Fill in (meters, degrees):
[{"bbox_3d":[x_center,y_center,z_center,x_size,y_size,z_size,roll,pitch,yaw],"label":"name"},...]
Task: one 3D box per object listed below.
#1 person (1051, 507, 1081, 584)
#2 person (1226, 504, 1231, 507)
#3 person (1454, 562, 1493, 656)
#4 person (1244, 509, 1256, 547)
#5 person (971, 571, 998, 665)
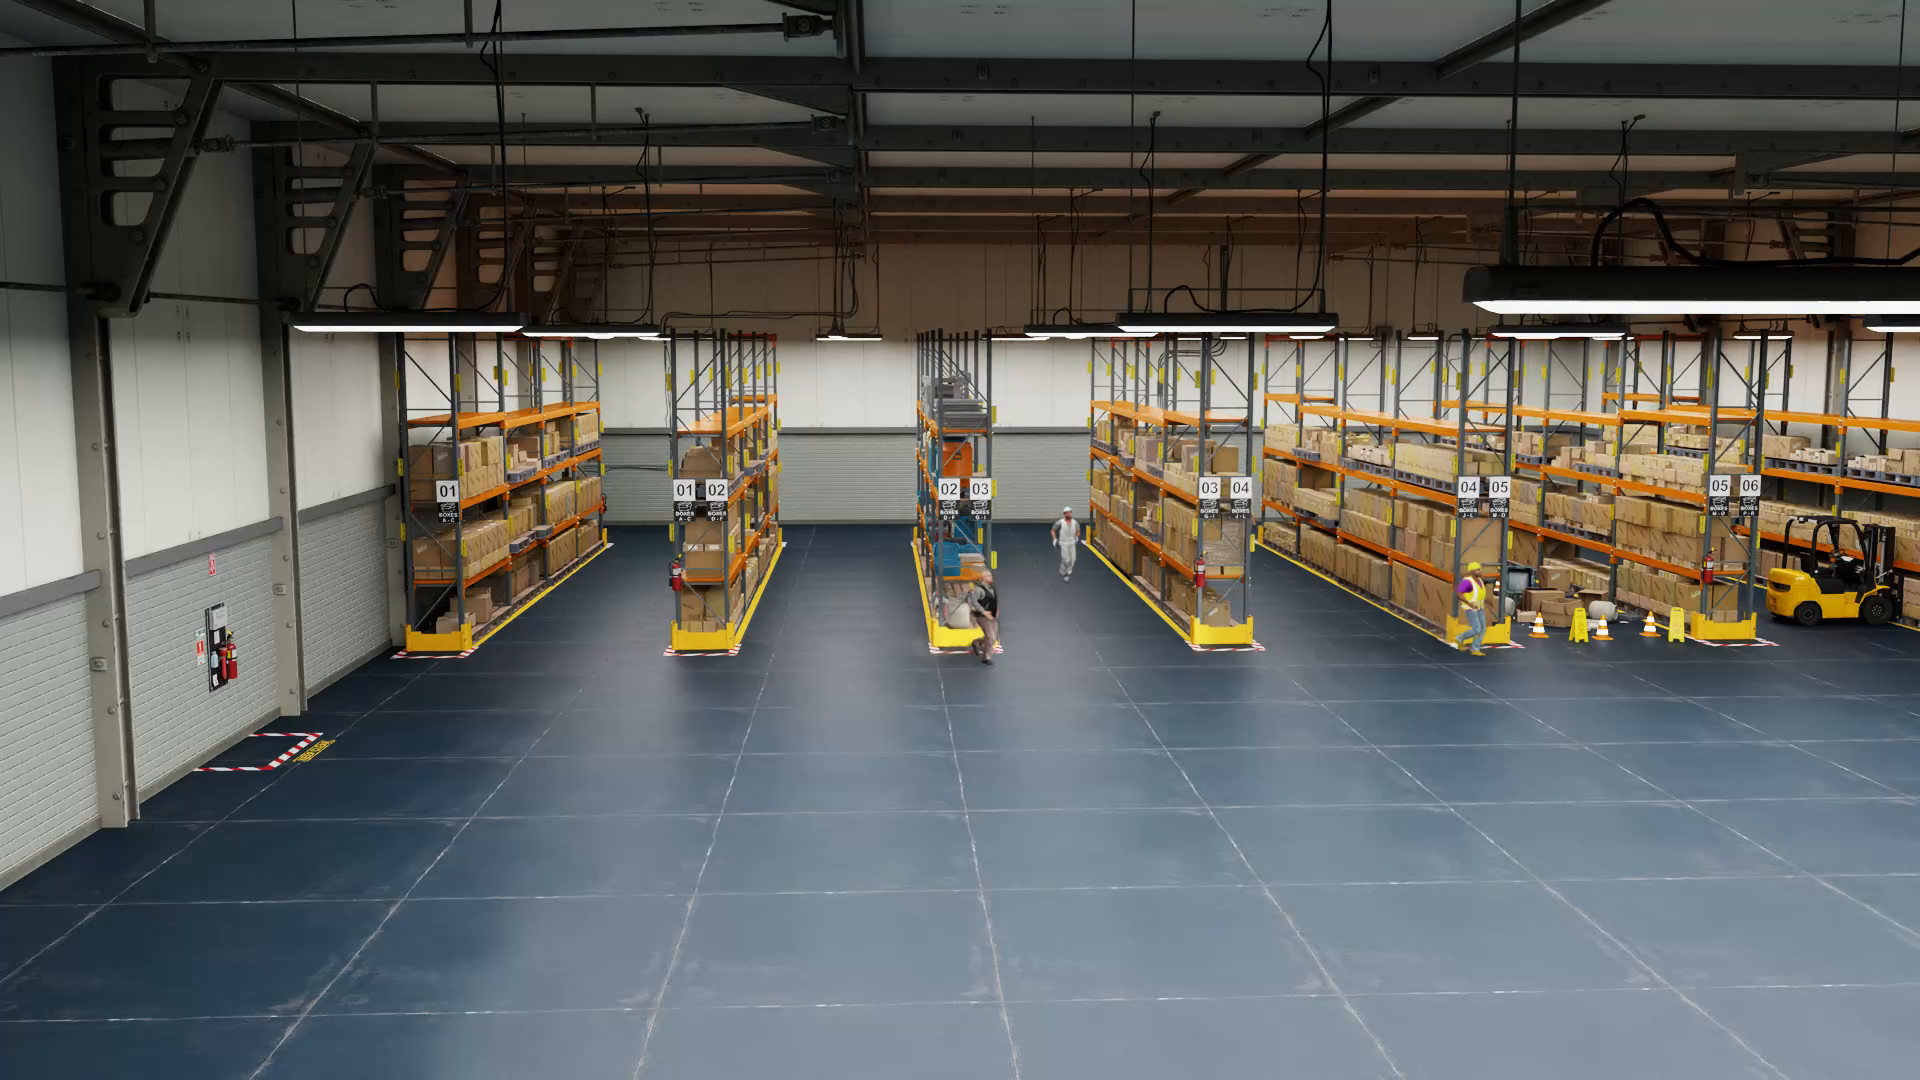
[{"bbox_3d":[2.442,0.134,37.603,0.651,1.752,0.559,-2,7,-15],"label":"person"},{"bbox_3d":[7.474,-0.695,47.263,0.712,1.760,0.741,3,7,22],"label":"person"},{"bbox_3d":[9.436,1.266,30.611,0.732,1.731,0.615,-6,9,-40],"label":"person"},{"bbox_3d":[7.564,-0.276,44.123,0.580,1.636,0.547,1,7,6],"label":"person"},{"bbox_3d":[0.418,1.385,29.871,0.610,1.686,0.693,4,8,32],"label":"person"}]
